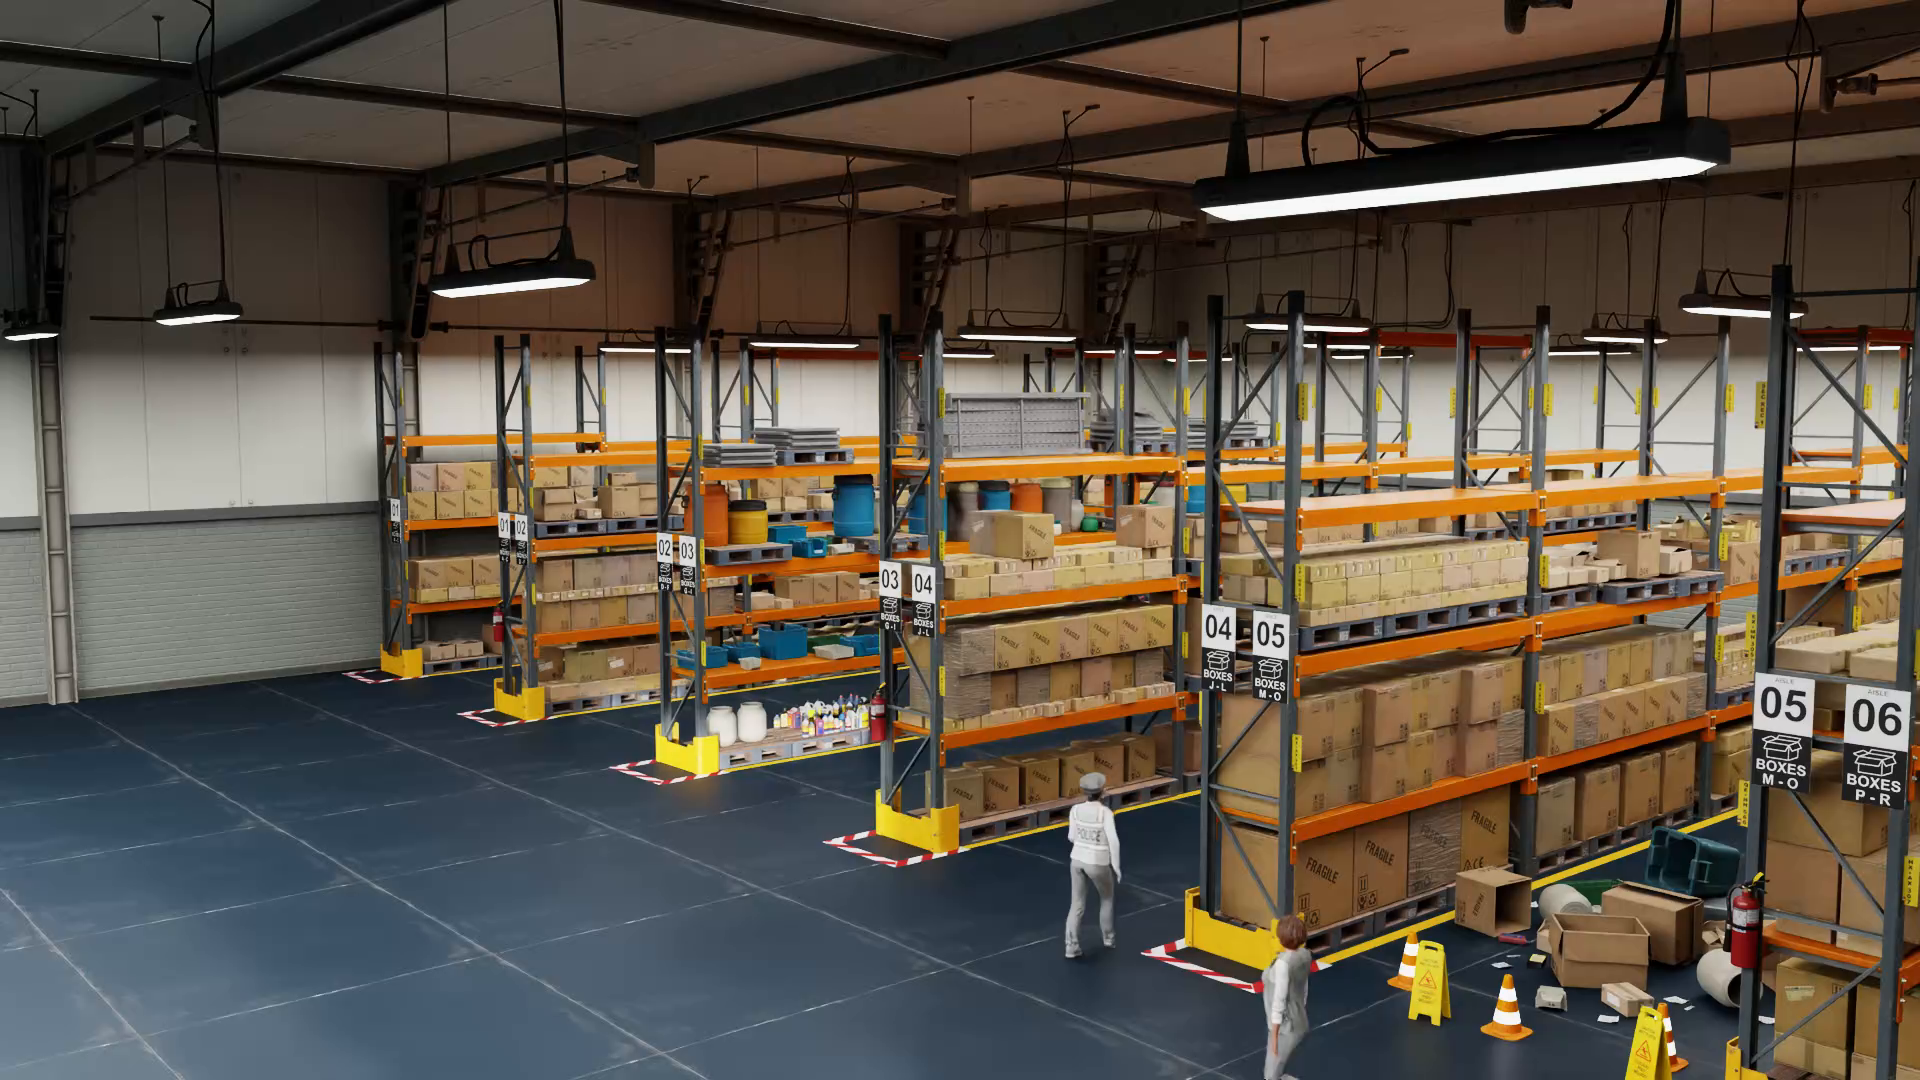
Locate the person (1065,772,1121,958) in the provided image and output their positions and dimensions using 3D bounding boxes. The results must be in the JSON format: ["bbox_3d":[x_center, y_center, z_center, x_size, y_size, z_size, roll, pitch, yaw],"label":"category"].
[{"bbox_3d":[1.245,2.995,15.183,0.587,1.737,0.766,4,7,38],"label":"person"}]

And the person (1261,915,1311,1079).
[{"bbox_3d":[2.266,3.341,11.324,0.575,1.576,0.415,0,5,5],"label":"person"}]
